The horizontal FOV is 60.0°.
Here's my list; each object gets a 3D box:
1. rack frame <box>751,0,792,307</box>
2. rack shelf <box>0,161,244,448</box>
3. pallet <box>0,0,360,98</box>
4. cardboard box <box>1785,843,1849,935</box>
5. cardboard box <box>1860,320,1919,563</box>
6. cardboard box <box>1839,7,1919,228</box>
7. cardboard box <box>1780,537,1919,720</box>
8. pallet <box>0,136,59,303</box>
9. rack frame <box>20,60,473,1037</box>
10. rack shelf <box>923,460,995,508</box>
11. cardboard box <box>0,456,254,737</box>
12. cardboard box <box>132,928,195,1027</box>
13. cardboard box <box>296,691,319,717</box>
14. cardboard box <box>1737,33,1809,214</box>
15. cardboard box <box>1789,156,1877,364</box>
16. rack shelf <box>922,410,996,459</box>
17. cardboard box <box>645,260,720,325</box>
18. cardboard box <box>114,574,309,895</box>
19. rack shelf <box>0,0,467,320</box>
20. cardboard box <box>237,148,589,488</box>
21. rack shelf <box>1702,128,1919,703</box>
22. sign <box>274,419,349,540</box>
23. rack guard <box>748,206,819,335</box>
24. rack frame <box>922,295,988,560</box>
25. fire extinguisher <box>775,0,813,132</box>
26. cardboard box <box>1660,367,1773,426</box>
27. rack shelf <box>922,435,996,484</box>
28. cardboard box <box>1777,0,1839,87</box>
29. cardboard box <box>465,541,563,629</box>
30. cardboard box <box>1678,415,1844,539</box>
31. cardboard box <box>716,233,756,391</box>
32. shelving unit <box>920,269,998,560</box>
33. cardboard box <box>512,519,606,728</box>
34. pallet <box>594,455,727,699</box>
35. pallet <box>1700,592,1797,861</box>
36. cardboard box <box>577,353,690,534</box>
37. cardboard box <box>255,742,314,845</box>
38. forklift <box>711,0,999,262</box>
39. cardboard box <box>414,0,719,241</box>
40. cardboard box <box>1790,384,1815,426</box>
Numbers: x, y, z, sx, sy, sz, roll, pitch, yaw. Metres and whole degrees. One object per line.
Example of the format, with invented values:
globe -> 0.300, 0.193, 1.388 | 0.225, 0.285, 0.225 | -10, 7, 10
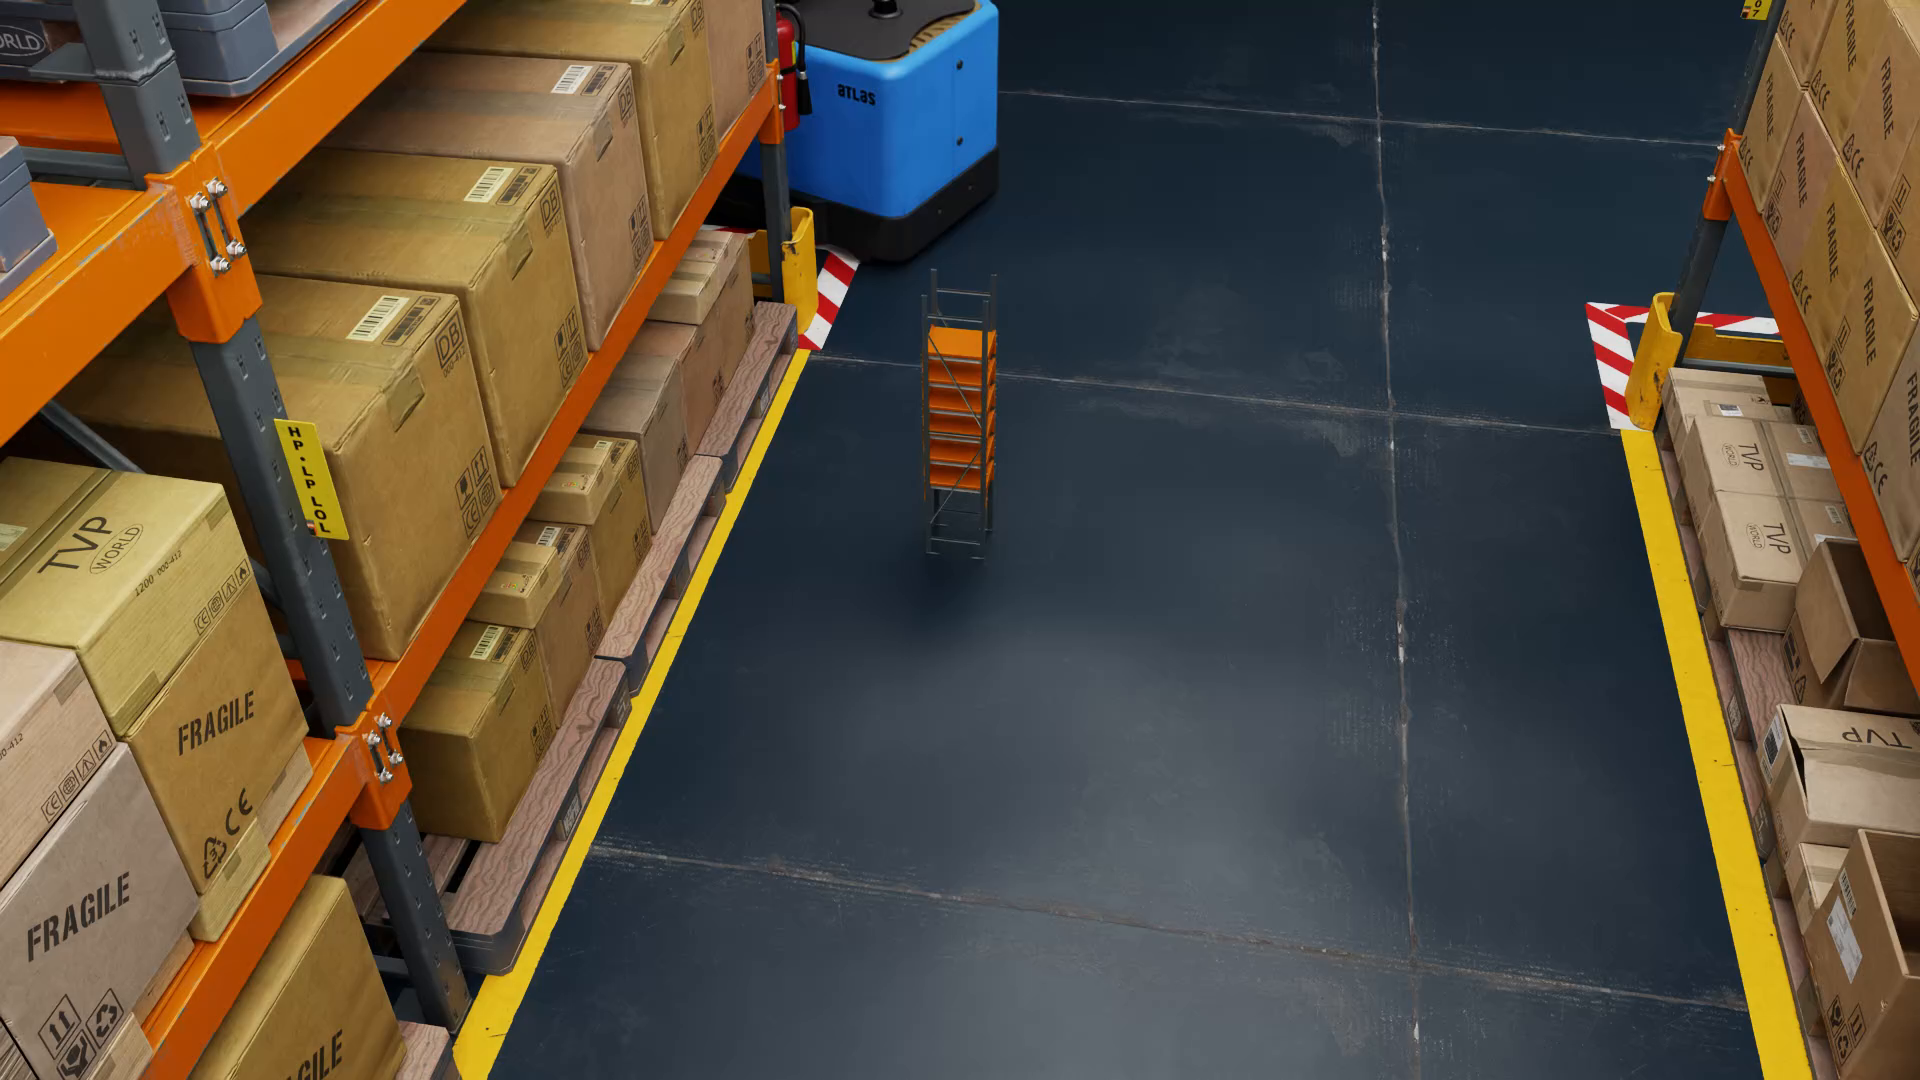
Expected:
rack frame -> -1.291, -2.280, 7.154 | 1.000, 3.000, 0.127 | 6, 40, 8
rack shelf -> -2.329, 0.607, 1.873 | 1.077, 0.370, 4.000 | 6, 40, 8
pallet -> -1.831, -1.404, 3.809 | 1.003, 0.211, 1.213 | 6, 40, 8
cardboard box -> 2.721, 1.073, 4.991 | 0.380, 0.149, 0.250 | 6, 40, 8
cardboard box -> 2.905, -0.253, 4.623 | 0.500, 0.500, 0.500 | 7, 40, 9
cardboard box -> 3.078, -1.268, 5.067 | 0.500, 0.500, 0.500 | 7, 40, 8
cardboard box -> 3.216, 0.387, 5.542 | 0.797, 0.503, 0.637 | 6, 40, 8
pallet -> -2.093, -0.271, 2.520 | 0.805, 0.209, 1.217 | 5, 40, 6
rack frame -> -1.983, 0.230, 4.117 | 1.000, 3.000, 0.127 | 6, 40, 8
rack shelf -> -0.002, -0.234, 6.538 | 0.258, 0.103, 0.180 | 6, 40, 8
cardboard box -> -1.812, 0.102, 3.357 | 0.500, 0.250, 0.500 | 7, 40, 9
cardboard box -> -1.873, 0.881, 3.511 | 0.380, 0.149, 0.250 | 8, 40, 9
cardboard box -> -1.974, 0.393, 5.044 | 0.380, 0.149, 0.250 | 6, 40, 7
cardboard box -> 3.252, -1.525, 6.162 | 0.500, 0.500, 0.500 | 7, 40, 9
cardboard box -> 3.078, -0.886, 5.389 | 0.500, 0.500, 0.500 | 6, 40, 8
rack shelf -> -0.002, -0.419, 6.385 | 0.258, 0.103, 0.180 | 6, 40, 8
cardboard box -> -1.200, -1.017, 6.749 | 0.380, 0.149, 0.250 | 7, 40, 9
cardboard box -> -1.815, 0.387, 3.600 | 0.500, 0.500, 0.500 | 6, 40, 7
rack shelf -> -1.637, -1.904, 4.909 | 1.077, 0.370, 4.000 | 6, 40, 8
cardboard box -> -1.742, -0.681, 4.985 | 0.980, 0.700, 0.700 | 5, 40, 7
rack shelf -> 3.242, -0.204, 5.207 | 1.077, 0.370, 4.000 | 6, 40, 8
sign -> -1.447, -0.132, 3.709 | 0.100, 0.325, 0.005 | 6, 40, 8
rack guard -> -1.287, -1.332, 7.968 | 1.175, 0.500, 0.348 | 6, 40, 8
rack frame -> -0.018, -0.396, 6.287 | 0.240, 1.200, 0.006 | 6, 40, 8
fire extinguisher -> -0.810, -2.150, 7.350 | 0.296, 0.674, 0.183 | 6, 40, 8
cardboard box -> 3.178, -0.582, 6.992 | 0.380, 0.149, 0.250 | 6, 40, 8
rack shelf -> -0.002, -0.327, 6.461 | 0.258, 0.103, 0.180 | 6, 40, 8
cardboard box -> 3.252, -1.911, 5.844 | 0.500, 0.500, 0.500 | 8, 40, 9
cardboard box -> -1.514, 0.129, 5.363 | 0.380, 0.149, 0.250 | 8, 40, 9
cardboard box -> 3.129, -0.222, 6.477 | 0.500, 0.250, 0.500 | 6, 40, 8
cardboard box -> -1.314, -1.028, 7.272 | 0.700, 0.500, 0.500 | 6, 40, 8
shelving unit -> -0.002, -0.453, 6.357 | 0.258, 1.200, 0.189 | 6, 40, 8
cardboard box -> -1.663, 0.259, 5.715 | 0.700, 0.500, 0.500 | 6, 40, 7
pallet -> -1.566, 0.069, 6.501 | 1.003, 0.211, 1.213 | 6, 40, 8
pallet -> 3.225, 0.650, 5.798 | 1.003, 0.211, 1.213 | 6, 40, 8
cardboard box -> -1.487, -0.398, 6.510 | 0.700, 0.500, 0.500 | 5, 40, 6
cardboard box -> -1.763, 0.563, 3.897 | 0.380, 0.149, 0.250 | 7, 40, 8
forklift -> -1.318, -3.228, 8.354 | 3.031, 2.935, 1.130 | 21, 44, 24
cardboard box -> -1.484, -1.617, 6.116 | 0.980, 0.700, 0.700 | 6, 40, 7
cardboard box -> 3.737, -0.574, 6.707 | 0.500, 0.500, 0.500 | 6, 40, 8
